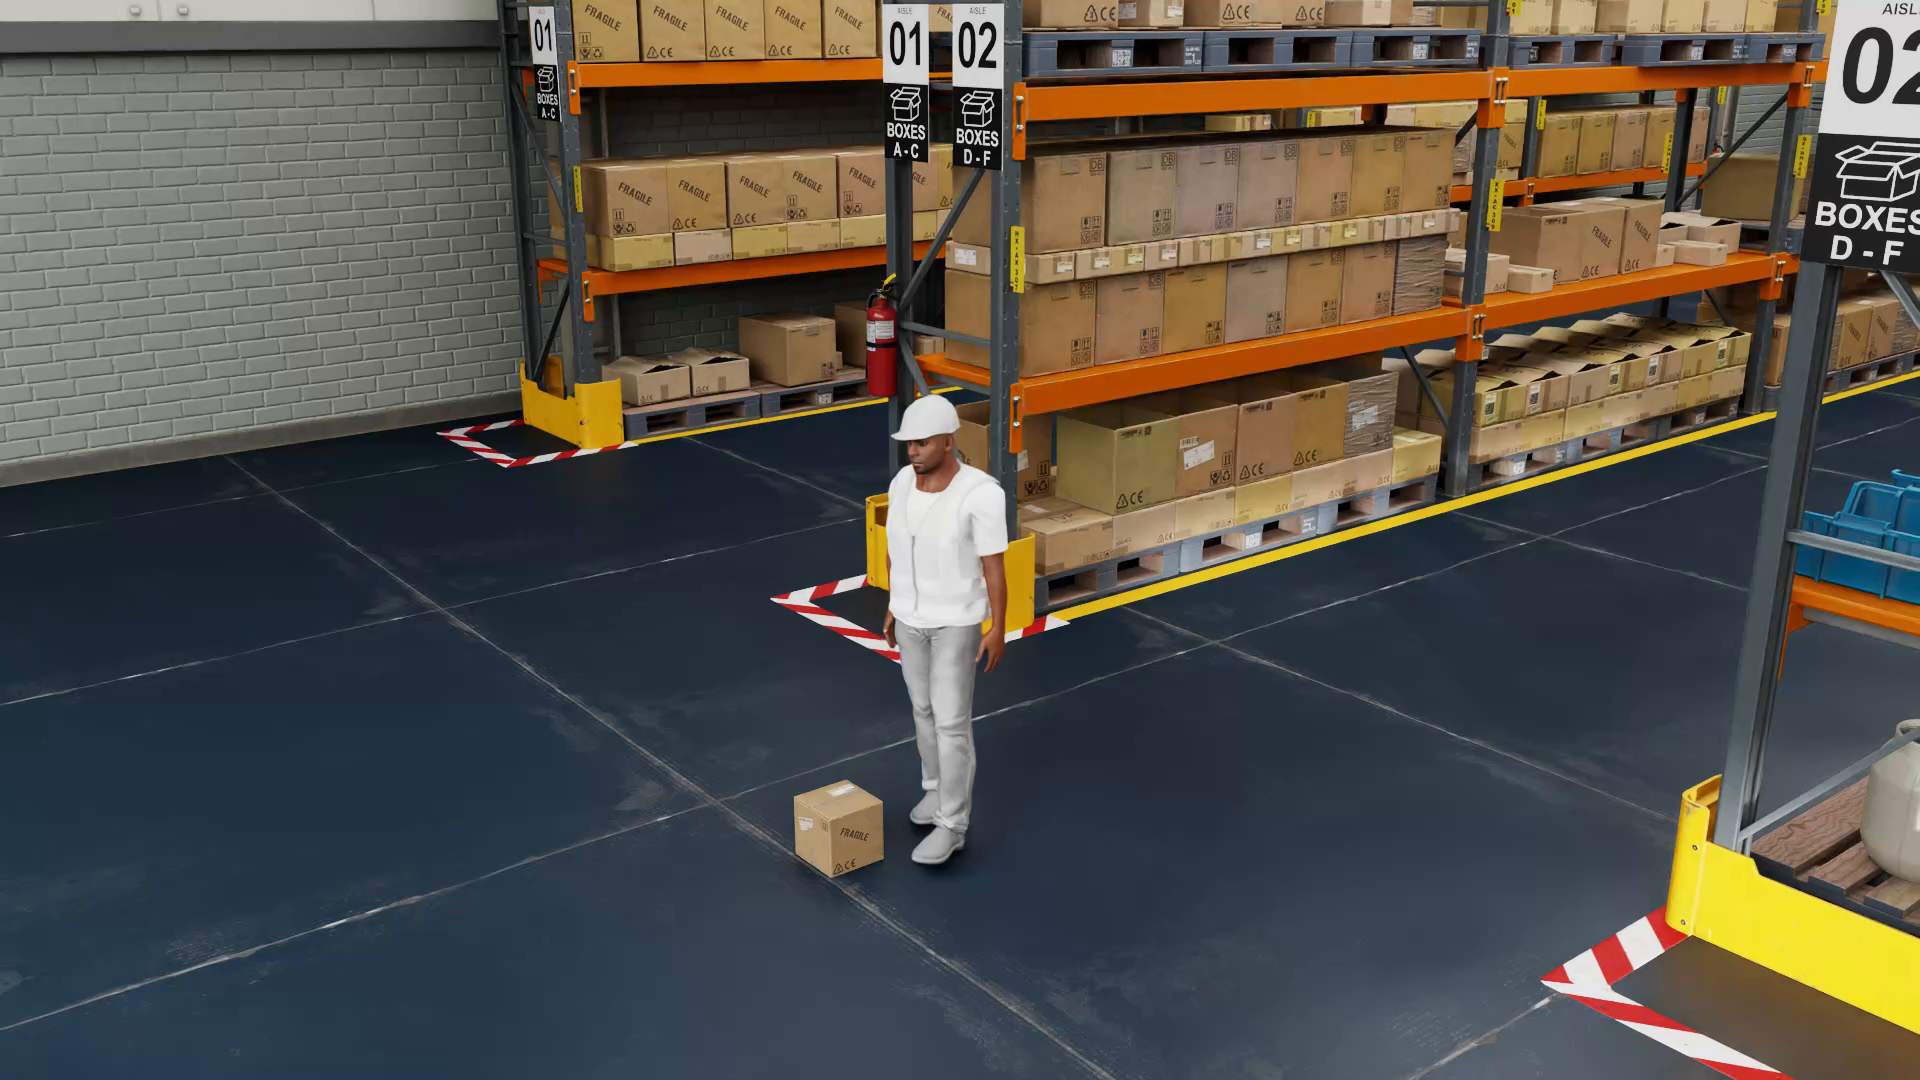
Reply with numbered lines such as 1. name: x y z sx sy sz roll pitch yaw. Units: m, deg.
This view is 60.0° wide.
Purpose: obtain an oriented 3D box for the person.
1. person: -0.151 0.329 6.451 0.584 1.767 0.617 13 22 36
